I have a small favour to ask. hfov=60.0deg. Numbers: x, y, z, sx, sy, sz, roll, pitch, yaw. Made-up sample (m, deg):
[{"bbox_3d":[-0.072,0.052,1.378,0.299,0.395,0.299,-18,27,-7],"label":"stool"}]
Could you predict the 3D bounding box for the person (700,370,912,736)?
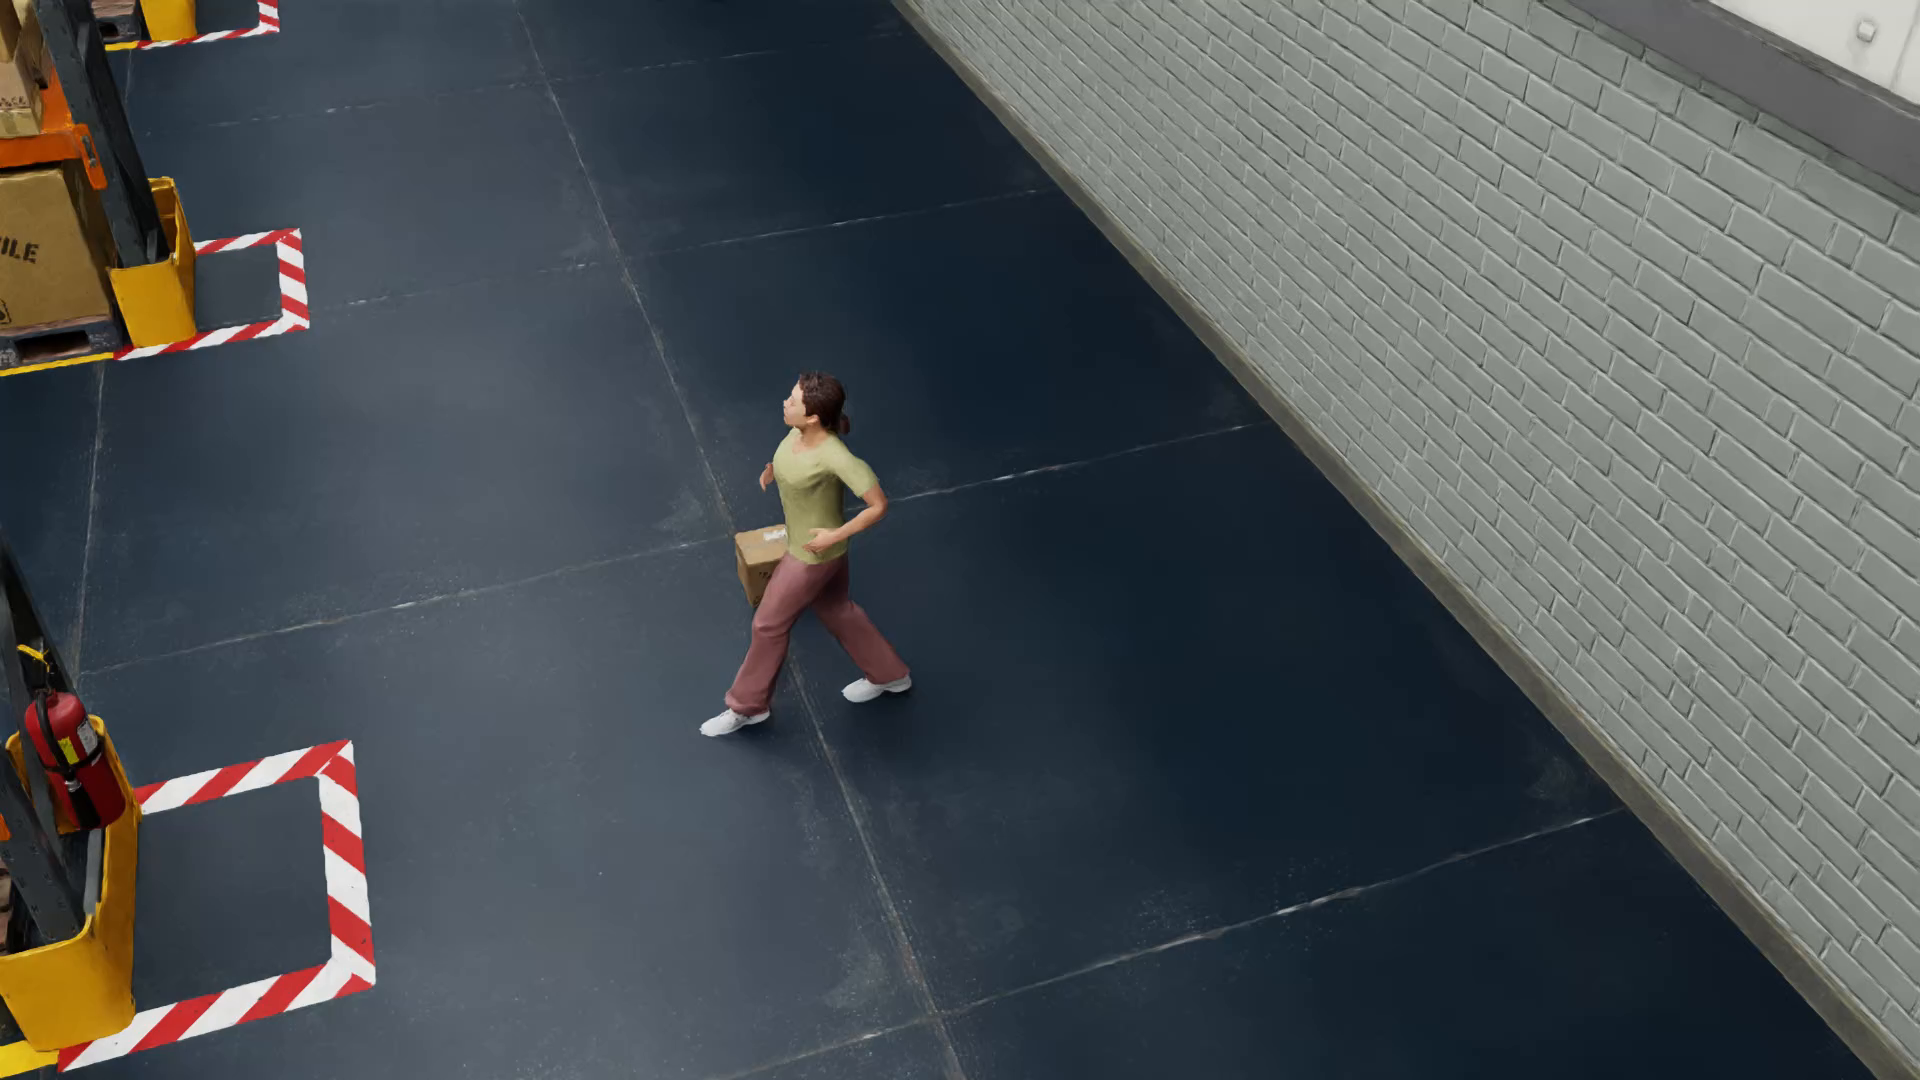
[{"bbox_3d":[-0.684,0.098,6.936,0.928,1.368,0.589,-5,38,-6],"label":"person"}]
